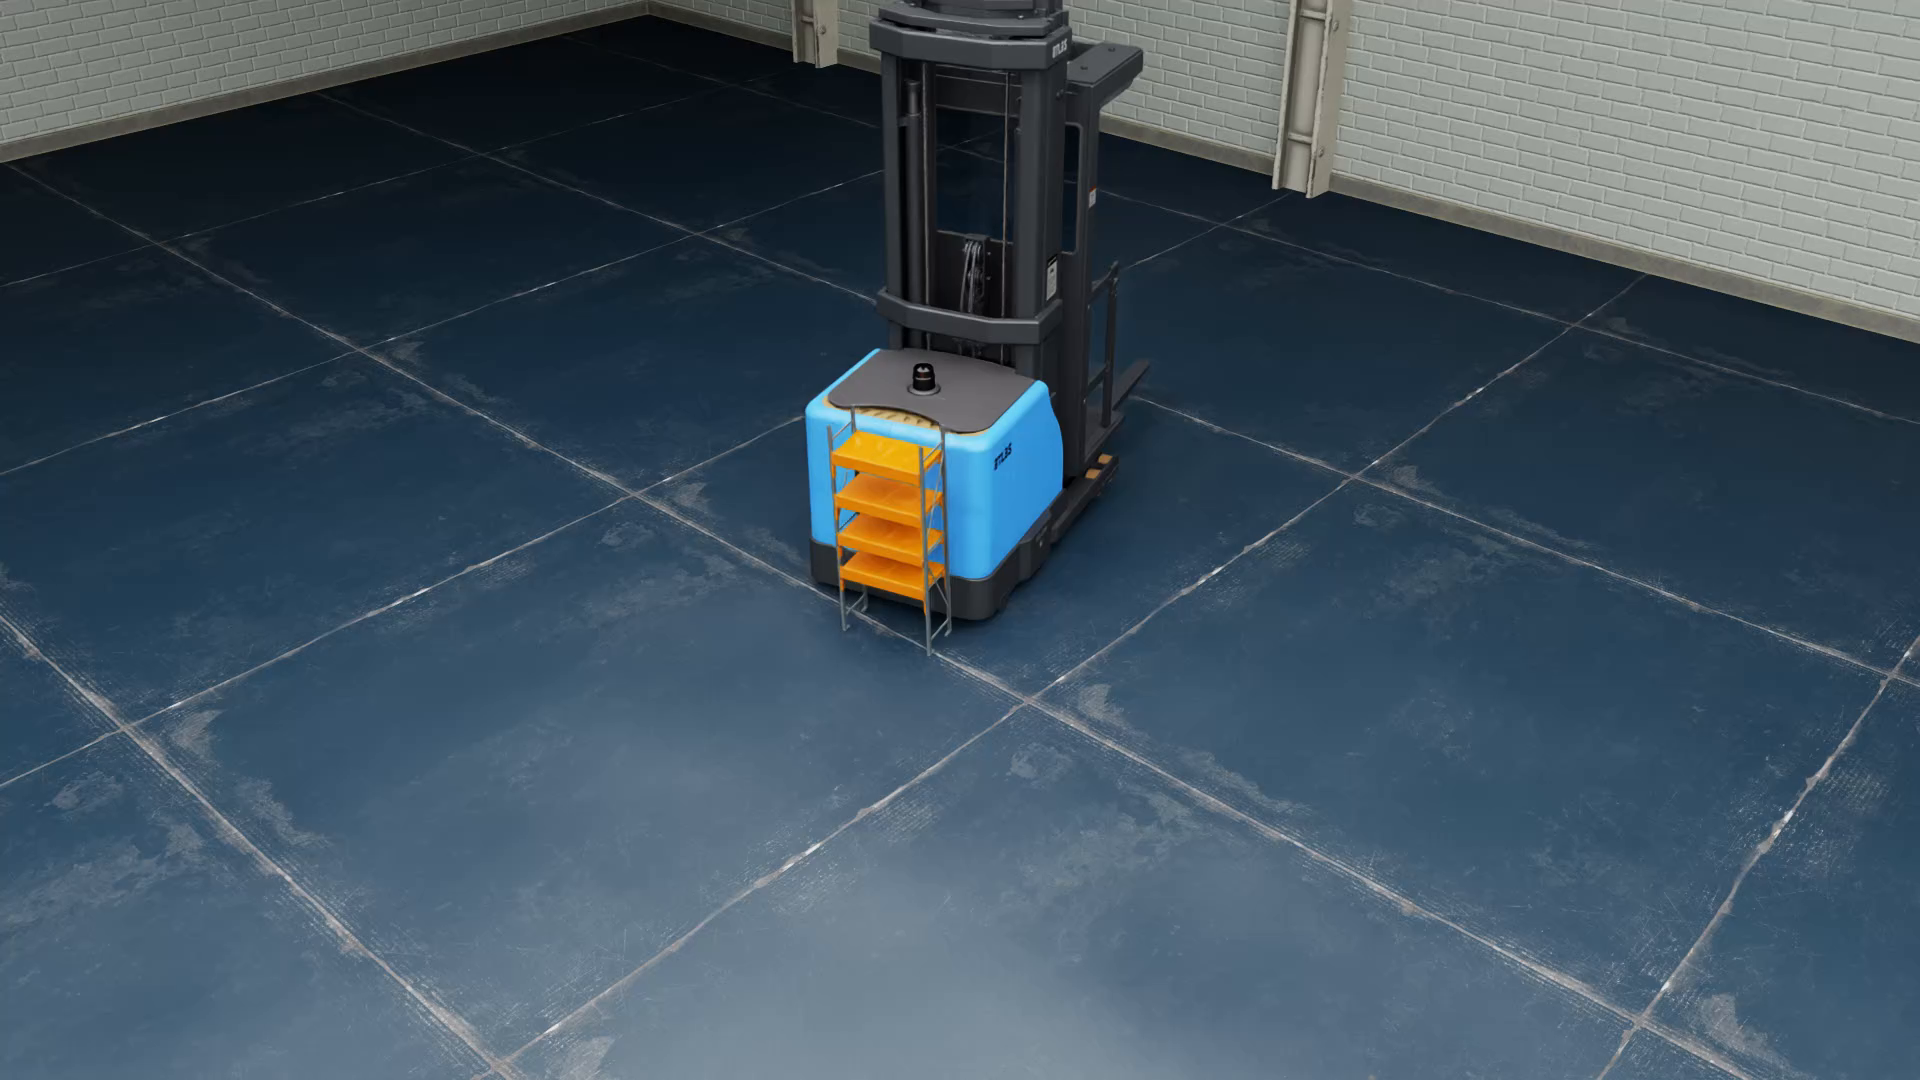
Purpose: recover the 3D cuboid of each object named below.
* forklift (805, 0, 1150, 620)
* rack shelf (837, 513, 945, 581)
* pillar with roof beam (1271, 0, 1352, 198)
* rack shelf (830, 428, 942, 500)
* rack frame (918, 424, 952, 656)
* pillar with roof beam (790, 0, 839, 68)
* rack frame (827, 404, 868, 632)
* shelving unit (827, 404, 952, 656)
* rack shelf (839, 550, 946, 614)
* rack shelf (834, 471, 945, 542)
[{"bbox_3d":[0.287,-1.590,9.050,1.130,2.935,3.031,13,34,21],"label":"forklift"},{"bbox_3d":[-0.333,0.018,8.174,0.480,0.148,0.258,15,37,23],"label":"rack shelf"},{"bbox_3d":[0.031,-5.220,9.196,0.400,9.000,9.100,25,39,35],"label":"pillar with roof beam"},{"bbox_3d":[-0.343,-0.365,7.919,0.480,0.148,0.258,15,37,23],"label":"rack shelf"},{"bbox_3d":[-0.117,0.019,8.042,0.015,1.200,0.240,15,37,23],"label":"rack frame"},{"bbox_3d":[-4.418,-7.296,12.645,0.400,9.000,9.100,25,39,35],"label":"pillar with roof beam"},{"bbox_3d":[-0.552,-0.094,8.231,0.015,1.200,0.240,15,37,23],"label":"rack frame"},{"bbox_3d":[-0.334,-0.038,8.137,0.503,1.200,0.258,15,37,23],"label":"shelving unit"},{"bbox_3d":[-0.328,0.184,8.284,0.480,0.148,0.258,15,37,23],"label":"rack shelf"},{"bbox_3d":[-0.338,-0.168,8.050,0.480,0.148,0.258,15,37,23],"label":"rack shelf"}]
